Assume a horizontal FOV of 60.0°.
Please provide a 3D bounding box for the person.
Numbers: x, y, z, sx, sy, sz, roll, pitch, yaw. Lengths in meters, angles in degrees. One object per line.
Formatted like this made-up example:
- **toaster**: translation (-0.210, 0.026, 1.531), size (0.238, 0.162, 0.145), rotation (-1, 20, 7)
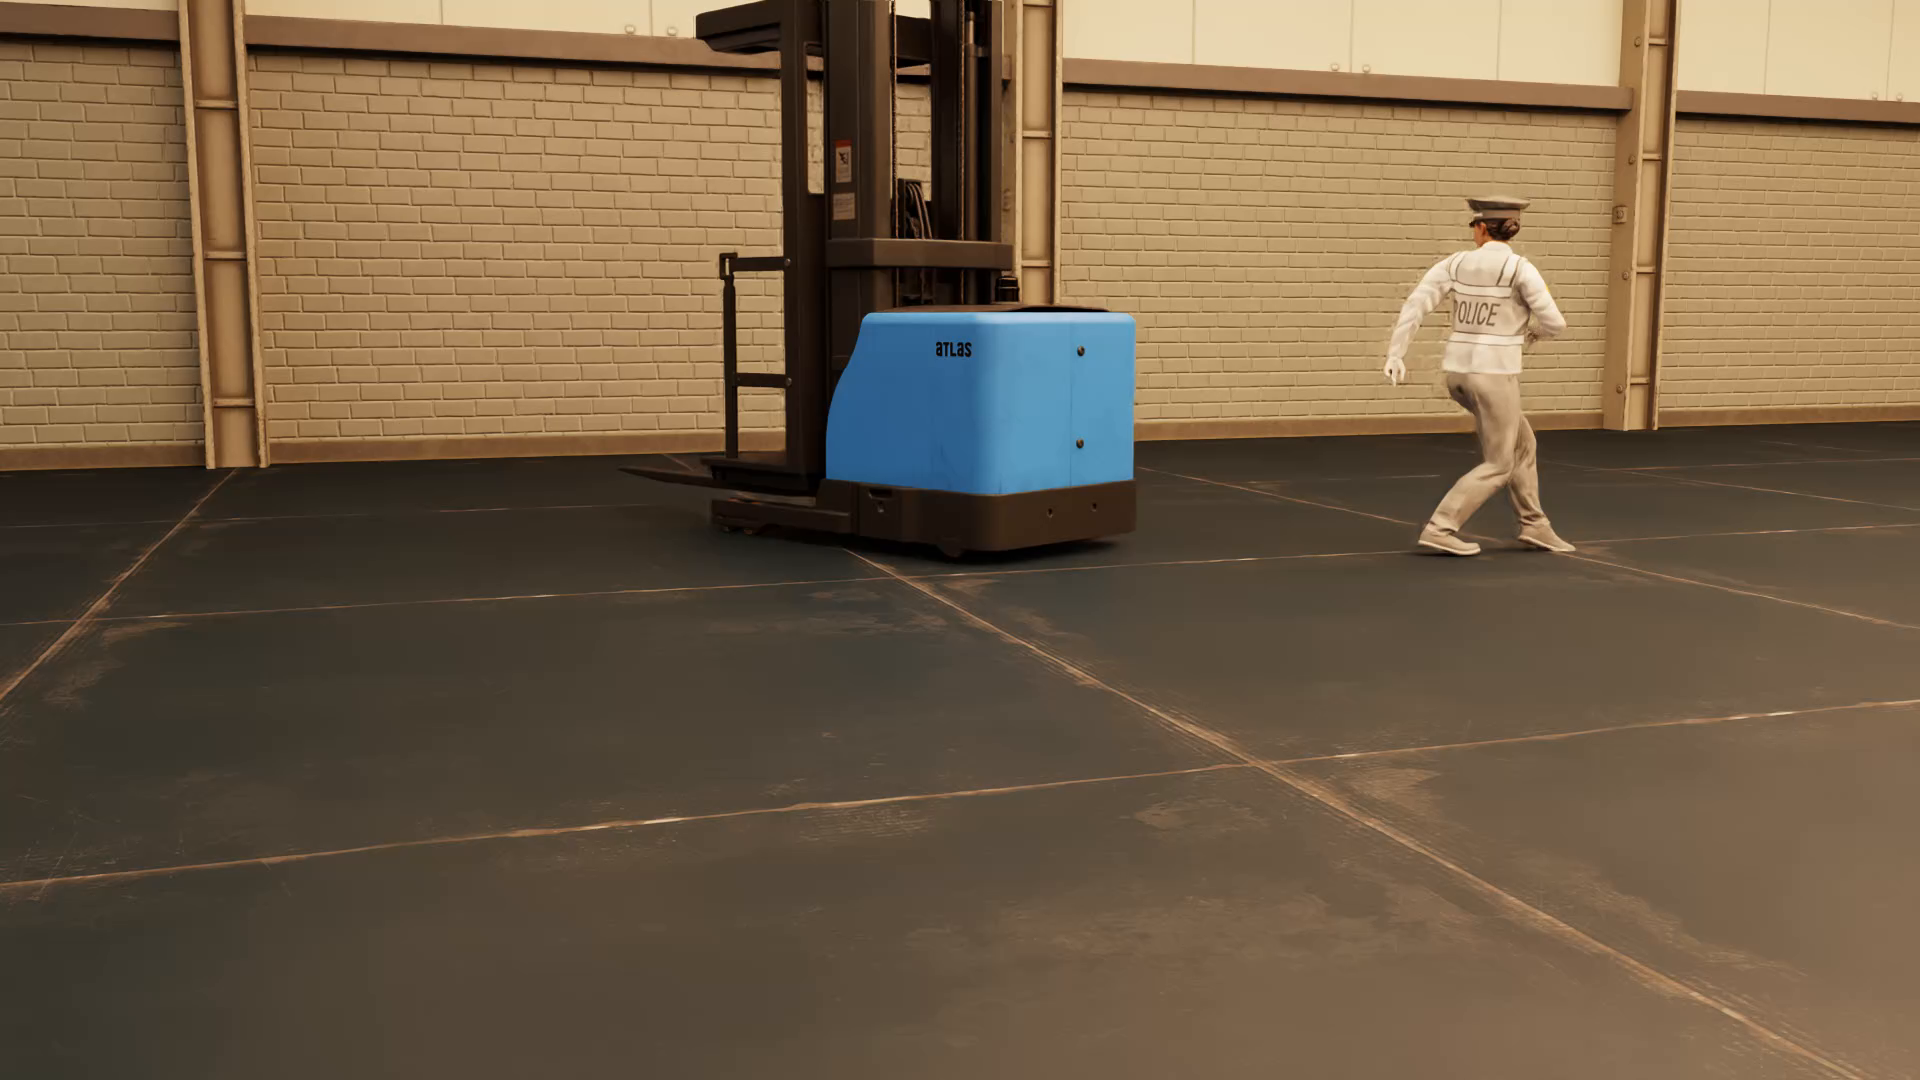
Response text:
- **person**: translation (2.372, -0.718, 7.414), size (0.887, 1.617, 0.513), rotation (-3, 8, -19)

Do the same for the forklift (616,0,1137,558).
- **forklift**: translation (-0.588, -1.520, 8.222), size (3.031, 2.935, 1.130), rotation (7, 11, 44)
